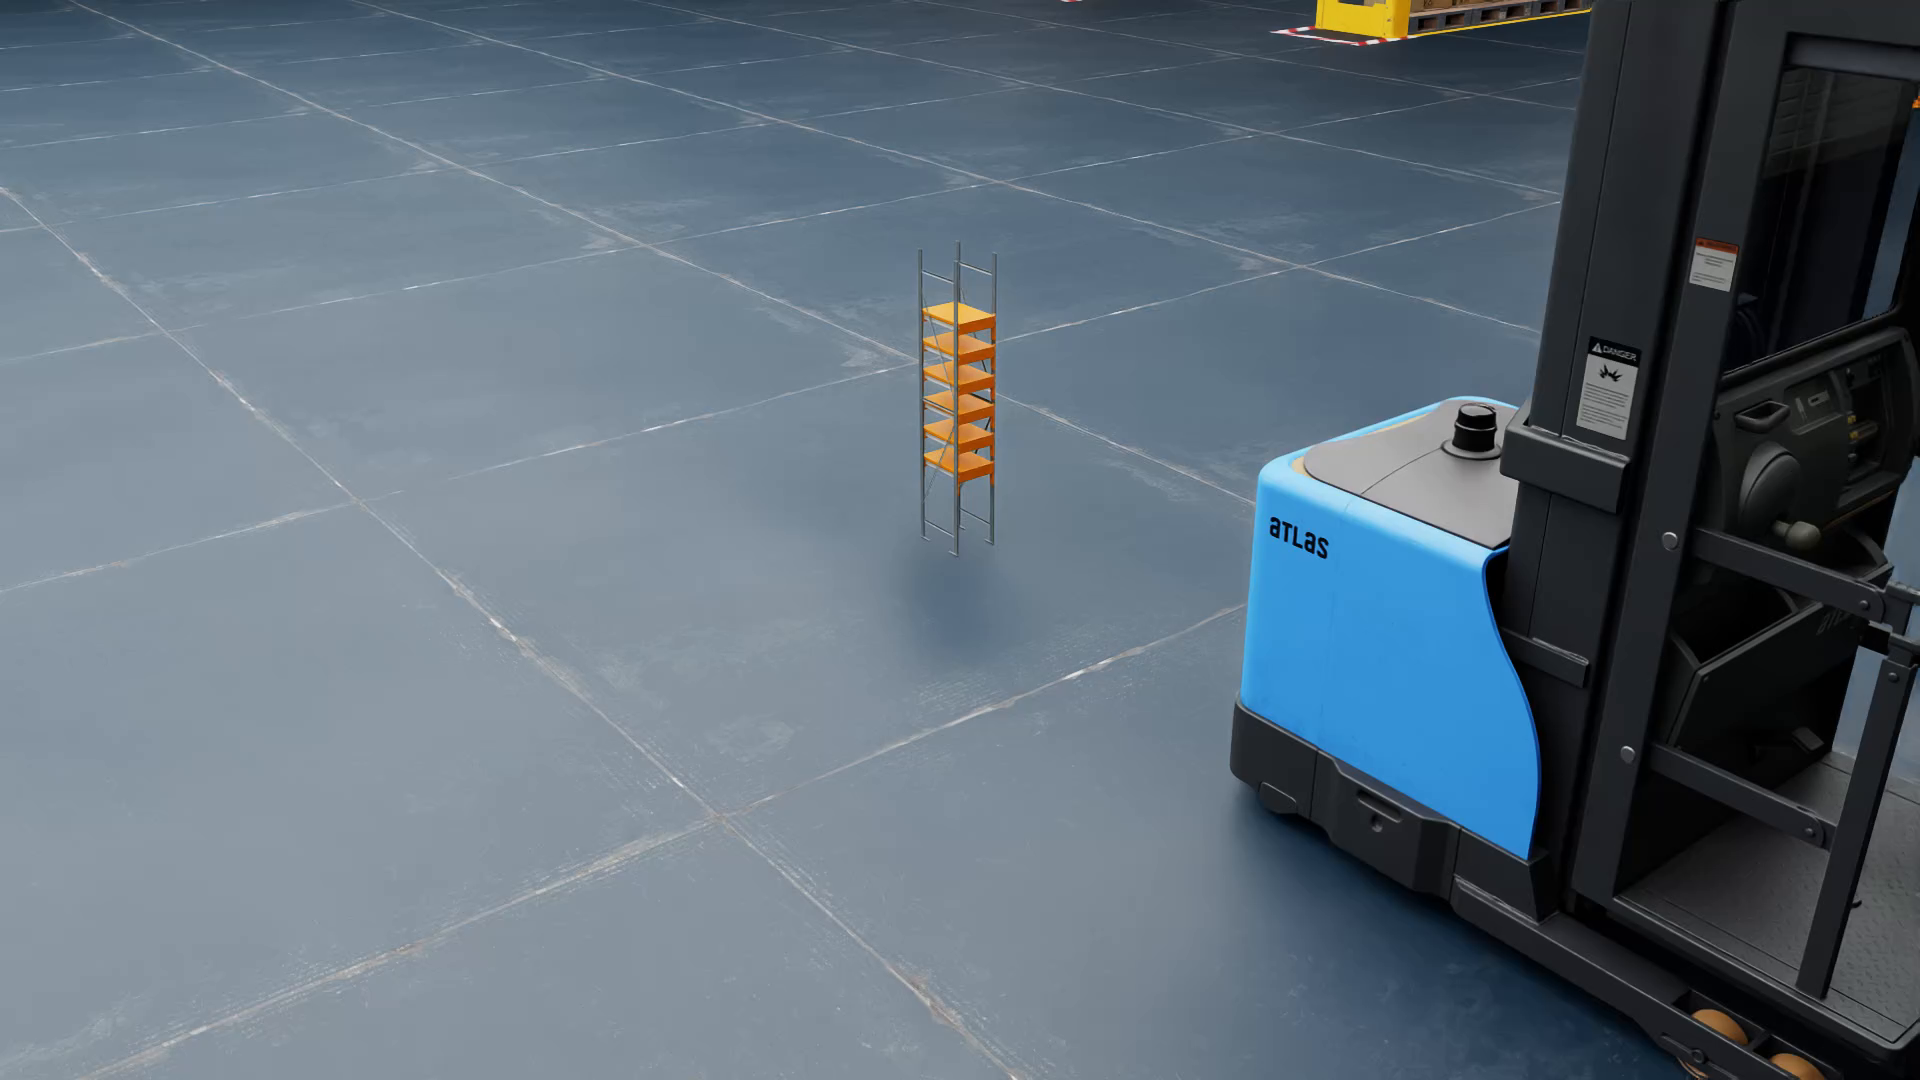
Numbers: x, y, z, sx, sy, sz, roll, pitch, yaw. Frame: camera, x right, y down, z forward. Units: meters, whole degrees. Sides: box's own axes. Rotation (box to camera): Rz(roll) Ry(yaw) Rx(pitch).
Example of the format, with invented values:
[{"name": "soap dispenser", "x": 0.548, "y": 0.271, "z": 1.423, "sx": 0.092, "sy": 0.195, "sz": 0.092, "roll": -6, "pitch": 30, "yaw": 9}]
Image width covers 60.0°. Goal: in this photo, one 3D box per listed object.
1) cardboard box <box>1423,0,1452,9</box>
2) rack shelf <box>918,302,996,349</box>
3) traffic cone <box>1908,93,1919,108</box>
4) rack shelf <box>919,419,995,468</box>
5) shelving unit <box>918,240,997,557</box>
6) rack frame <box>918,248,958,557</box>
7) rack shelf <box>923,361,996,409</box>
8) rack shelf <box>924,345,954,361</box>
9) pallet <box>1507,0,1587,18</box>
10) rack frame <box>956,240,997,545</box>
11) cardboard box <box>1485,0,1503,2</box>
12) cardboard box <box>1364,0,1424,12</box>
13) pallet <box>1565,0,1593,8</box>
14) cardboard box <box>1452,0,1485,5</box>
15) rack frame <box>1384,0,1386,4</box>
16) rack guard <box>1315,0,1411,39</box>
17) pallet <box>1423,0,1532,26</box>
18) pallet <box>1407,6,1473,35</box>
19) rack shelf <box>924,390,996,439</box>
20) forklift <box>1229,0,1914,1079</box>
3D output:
[{"name": "cardboard box", "x": 5.651, "y": -6.758, "z": 20.220, "sx": 0.500, "sy": 0.500, "sz": 0.500, "roll": -10, "pitch": 27, "yaw": -21}, {"name": "rack shelf", "x": -0.011, "y": -0.827, "z": 6.356, "sx": 0.180, "sy": 0.103, "sz": 0.258, "roll": -18, "pitch": 31, "yaw": -34}, {"name": "traffic cone", "x": 8.975, "y": -4.226, "z": 15.306, "sx": 0.334, "sy": 0.463, "sz": 0.336, "roll": -18, "pitch": 31, "yaw": -34}, {"name": "rack shelf", "x": -0.011, "y": -0.391, "z": 6.559, "sx": 0.180, "sy": 0.103, "sz": 0.258, "roll": -18, "pitch": 31, "yaw": -34}, {"name": "shelving unit", "x": -0.011, "y": -0.540, "z": 6.489, "sx": 0.189, "sy": 1.200, "sz": 0.258, "roll": -18, "pitch": 31, "yaw": -34}, {"name": "rack frame", "x": -0.083, "y": -0.517, "z": 6.438, "sx": 0.006, "sy": 1.200, "sz": 0.240, "roll": -18, "pitch": 31, "yaw": -34}, {"name": "rack shelf", "x": -0.011, "y": -0.609, "z": 6.457, "sx": 0.180, "sy": 0.103, "sz": 0.258, "roll": -18, "pitch": 31, "yaw": -34}, {"name": "rack shelf", "x": -0.011, "y": -0.736, "z": 6.399, "sx": 0.166, "sy": 0.020, "sz": 0.199, "roll": -18, "pitch": 31, "yaw": -34}, {"name": "pallet", "x": 7.341, "y": -6.966, "z": 21.510, "sx": 1.213, "sy": 0.211, "sz": 1.003, "roll": -18, "pitch": 31, "yaw": -34}, {"name": "rack frame", "x": 0.061, "y": -0.564, "z": 6.541, "sx": 0.006, "sy": 1.200, "sz": 0.240, "roll": -18, "pitch": 31, "yaw": -34}, {"name": "cardboard box", "x": 6.622, "y": -7.045, "z": 20.837, "sx": 0.500, "sy": 0.500, "sz": 0.500, "roll": -22, "pitch": 33, "yaw": -38}, {"name": "cardboard box", "x": 5.201, "y": -6.592, "z": 19.861, "sx": 0.500, "sy": 0.500, "sz": 0.500, "roll": -12, "pitch": 28, "yaw": -25}, {"name": "pallet", "x": 8.459, "y": -7.355, "z": 22.348, "sx": 1.213, "sy": 0.211, "sz": 1.003, "roll": -18, "pitch": 31, "yaw": -34}, {"name": "cardboard box", "x": 6.155, "y": -6.915, "z": 20.556, "sx": 0.500, "sy": 0.500, "sz": 0.500, "roll": -15, "pitch": 29, "yaw": -29}, {"name": "rack frame", "x": 4.700, "y": -7.378, "z": 19.085, "sx": 0.127, "sy": 3.000, "sz": 1.000, "roll": -18, "pitch": 31, "yaw": -34}, {"name": "rack guard", "x": 4.759, "y": -6.264, "z": 19.654, "sx": 0.348, "sy": 0.500, "sz": 1.175, "roll": -18, "pitch": 31, "yaw": -34}, {"name": "pallet", "x": 6.380, "y": -6.648, "z": 20.823, "sx": 1.213, "sy": 0.211, "sz": 1.003, "roll": -18, "pitch": 31, "yaw": -34}, {"name": "pallet", "x": 5.421, "y": -6.333, "z": 20.144, "sx": 1.213, "sy": 0.211, "sz": 1.003, "roll": -18, "pitch": 31, "yaw": -34}, {"name": "rack shelf", "x": -0.011, "y": -0.500, "z": 6.508, "sx": 0.180, "sy": 0.103, "sz": 0.258, "roll": -18, "pitch": 31, "yaw": -34}, {"name": "forklift", "x": 2.129, "y": -0.211, "z": 3.722, "sx": 1.130, "sy": 2.935, "sz": 3.031, "roll": -18, "pitch": 31, "yaw": -34}]
